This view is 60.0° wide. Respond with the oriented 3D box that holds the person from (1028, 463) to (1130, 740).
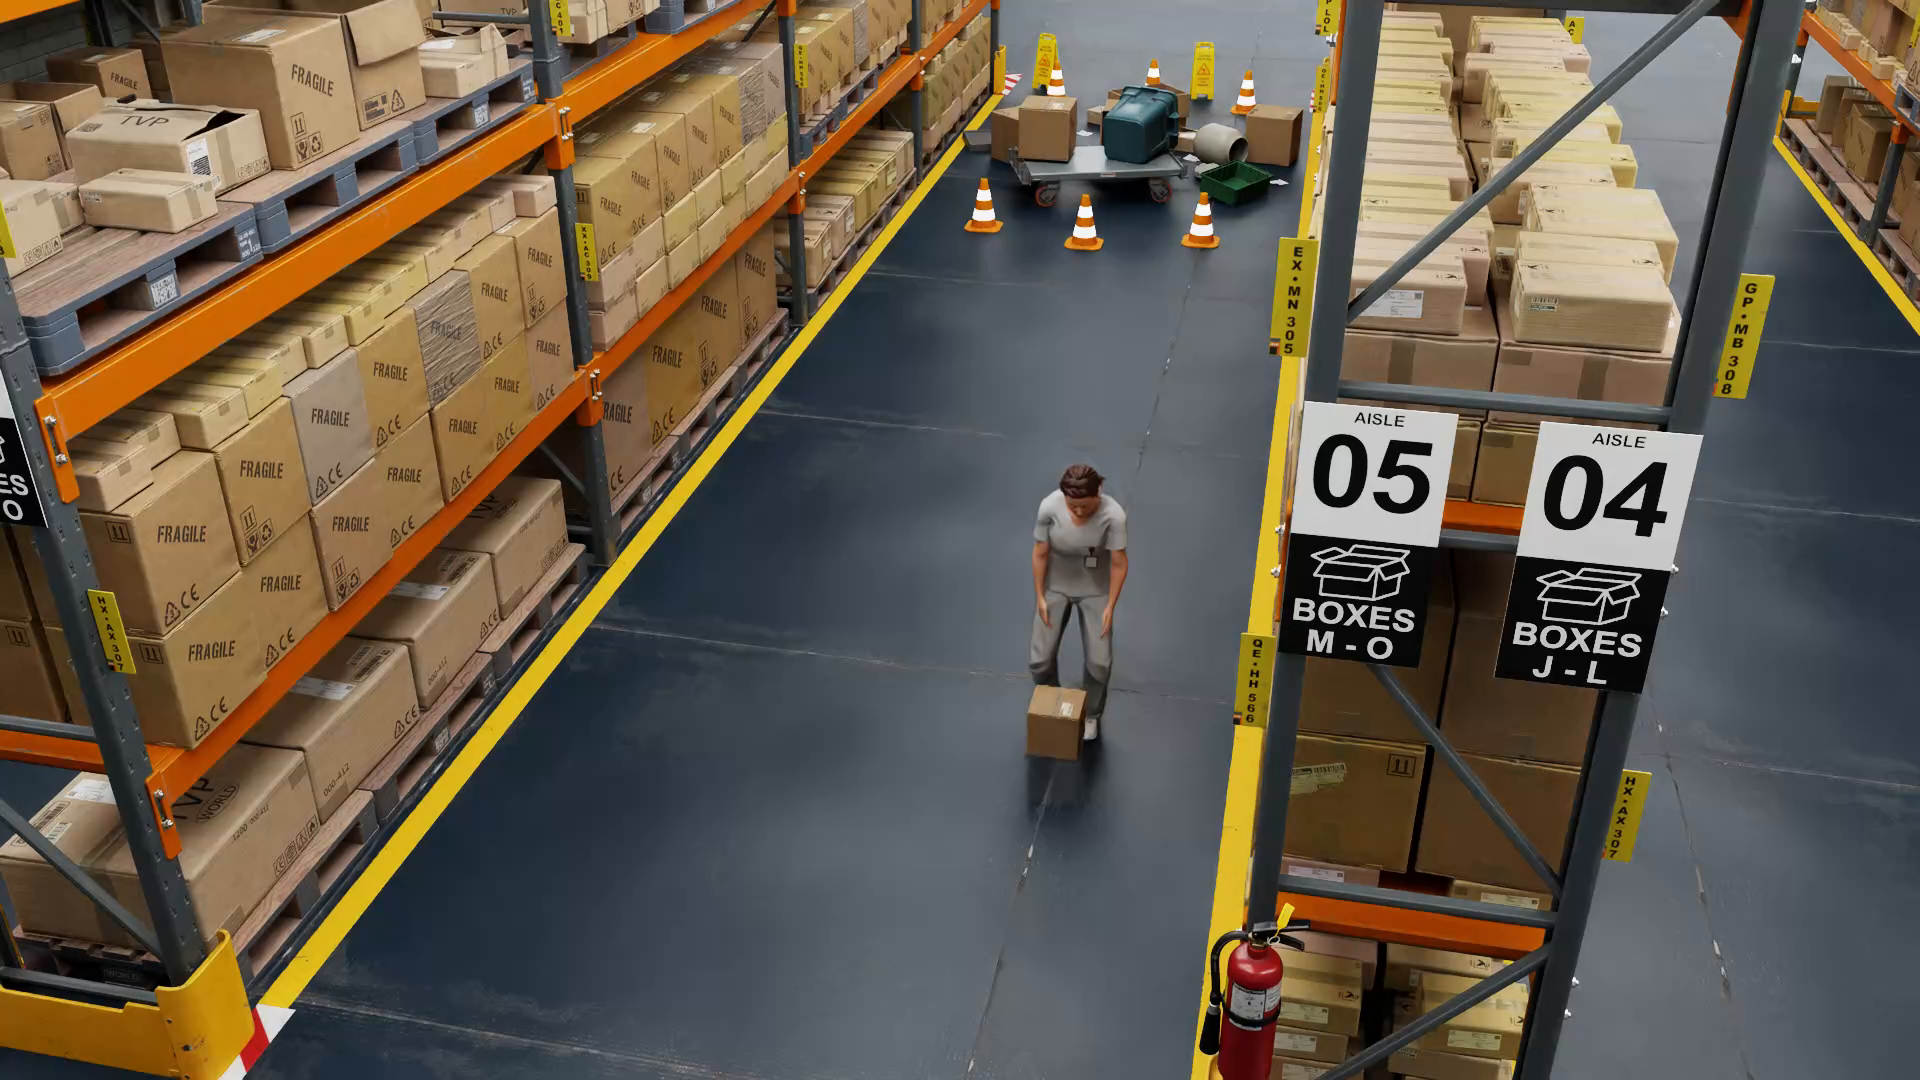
[{"bbox_3d":[0.589,0.281,8.221,0.475,1.573,0.467,7,30,12],"label":"person"}]
